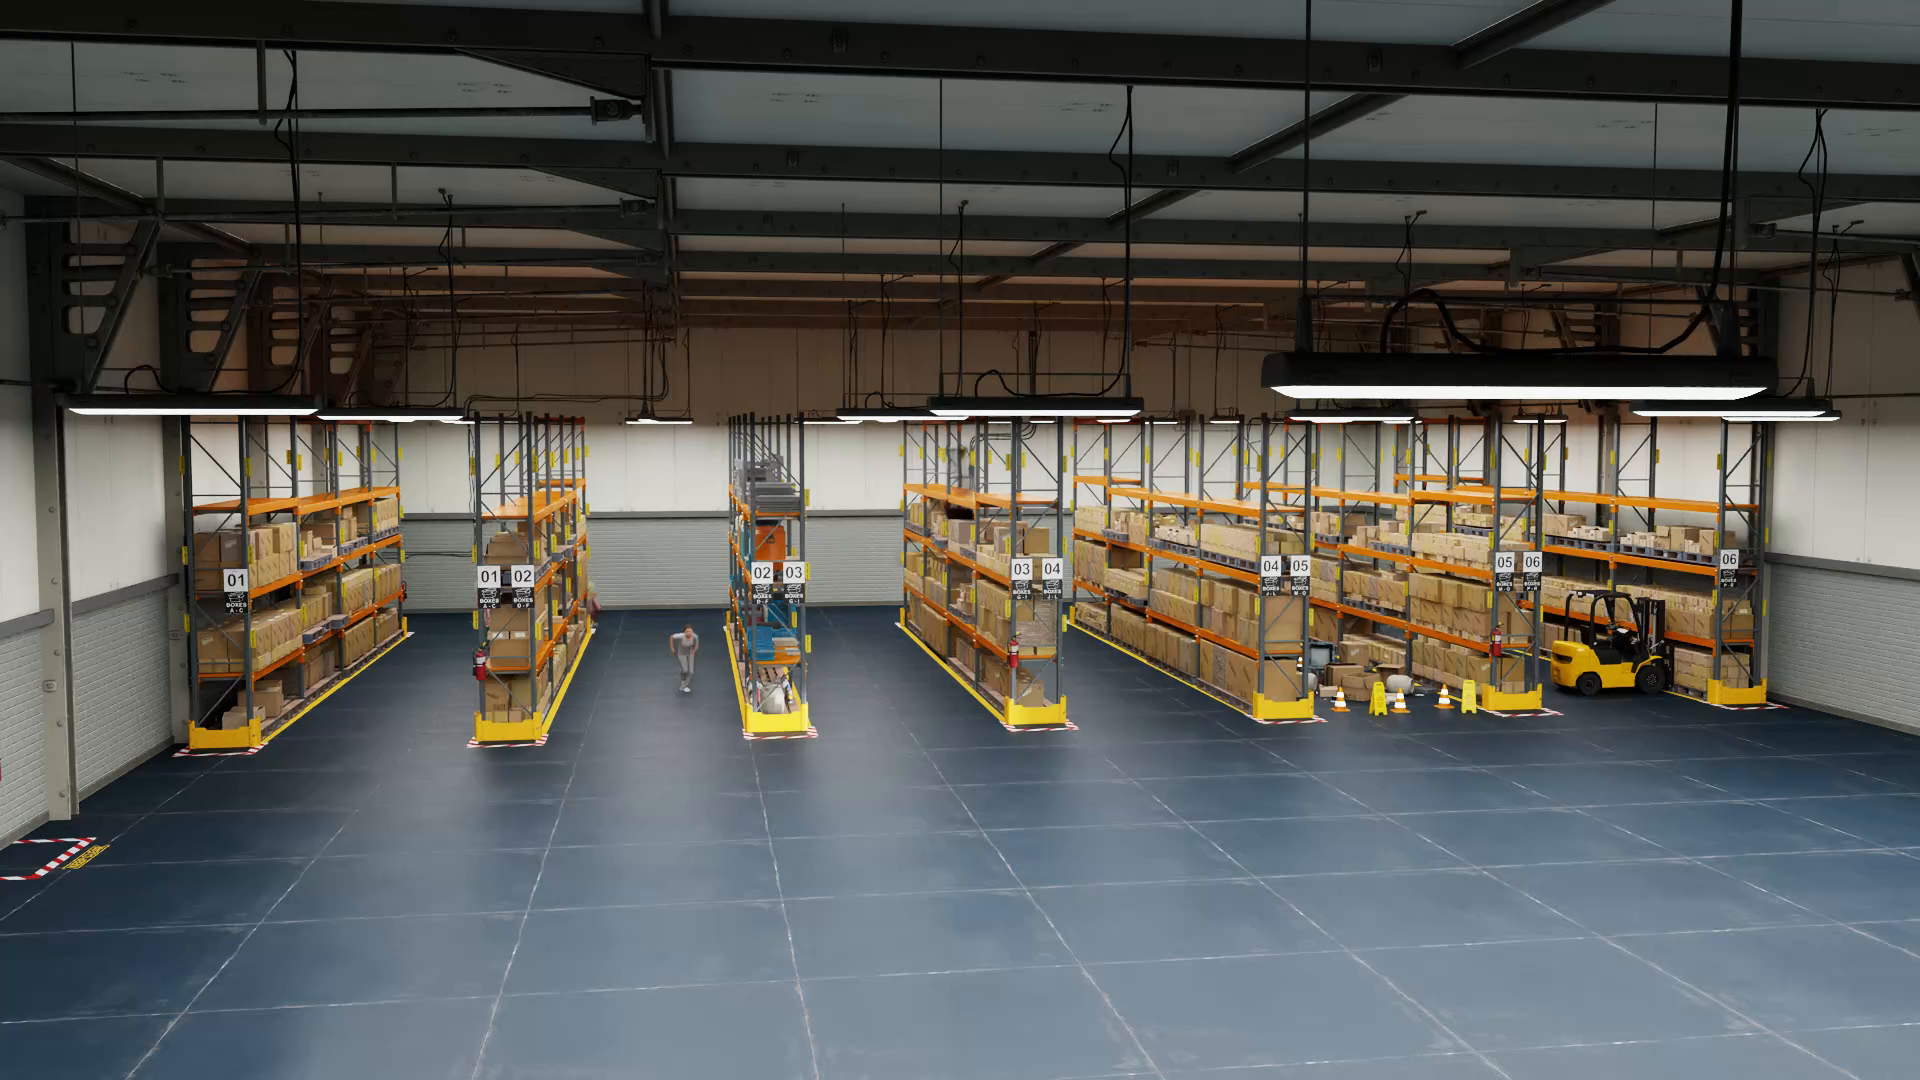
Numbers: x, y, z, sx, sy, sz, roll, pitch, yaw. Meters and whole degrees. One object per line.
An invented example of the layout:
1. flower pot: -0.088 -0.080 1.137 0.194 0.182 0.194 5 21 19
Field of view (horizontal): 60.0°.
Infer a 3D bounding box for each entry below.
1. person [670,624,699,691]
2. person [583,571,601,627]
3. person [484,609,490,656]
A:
1. person: -5.928 2.541 35.782 0.590 1.504 0.822 -2 4 -22
2. person: -10.560 1.692 47.327 0.596 1.651 0.602 2 4 21
3. person: -11.295 2.102 40.234 0.667 1.786 0.956 -1 4 -11
